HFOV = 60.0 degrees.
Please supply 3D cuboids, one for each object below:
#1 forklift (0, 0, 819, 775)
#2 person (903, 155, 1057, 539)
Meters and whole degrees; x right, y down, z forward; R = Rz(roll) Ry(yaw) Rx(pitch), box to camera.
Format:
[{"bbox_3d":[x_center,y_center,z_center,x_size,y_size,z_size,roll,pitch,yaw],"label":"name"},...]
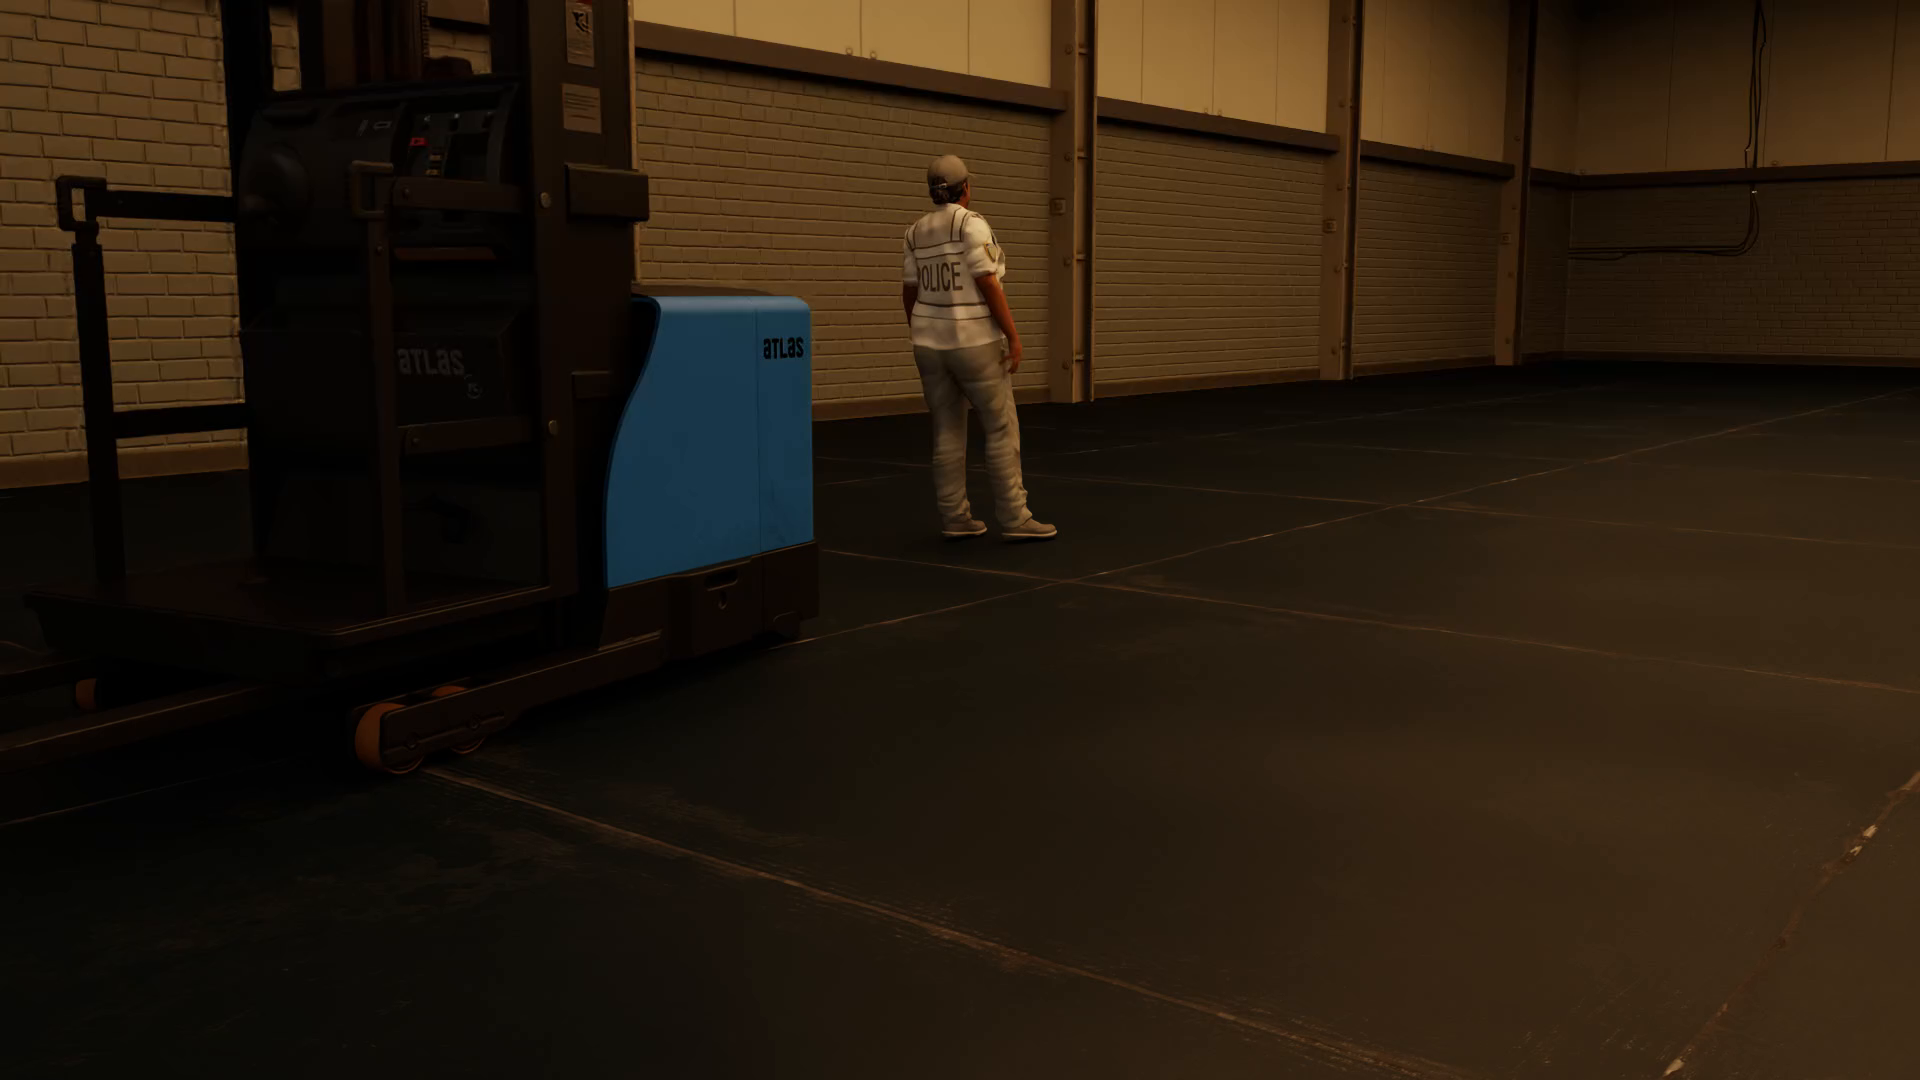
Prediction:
[{"bbox_3d":[-1.592,-0.991,4.057,1.130,2.935,3.031,4,9,28],"label":"forklift"},{"bbox_3d":[0.066,-0.839,7.328,0.598,1.670,0.529,7,11,38],"label":"person"}]
